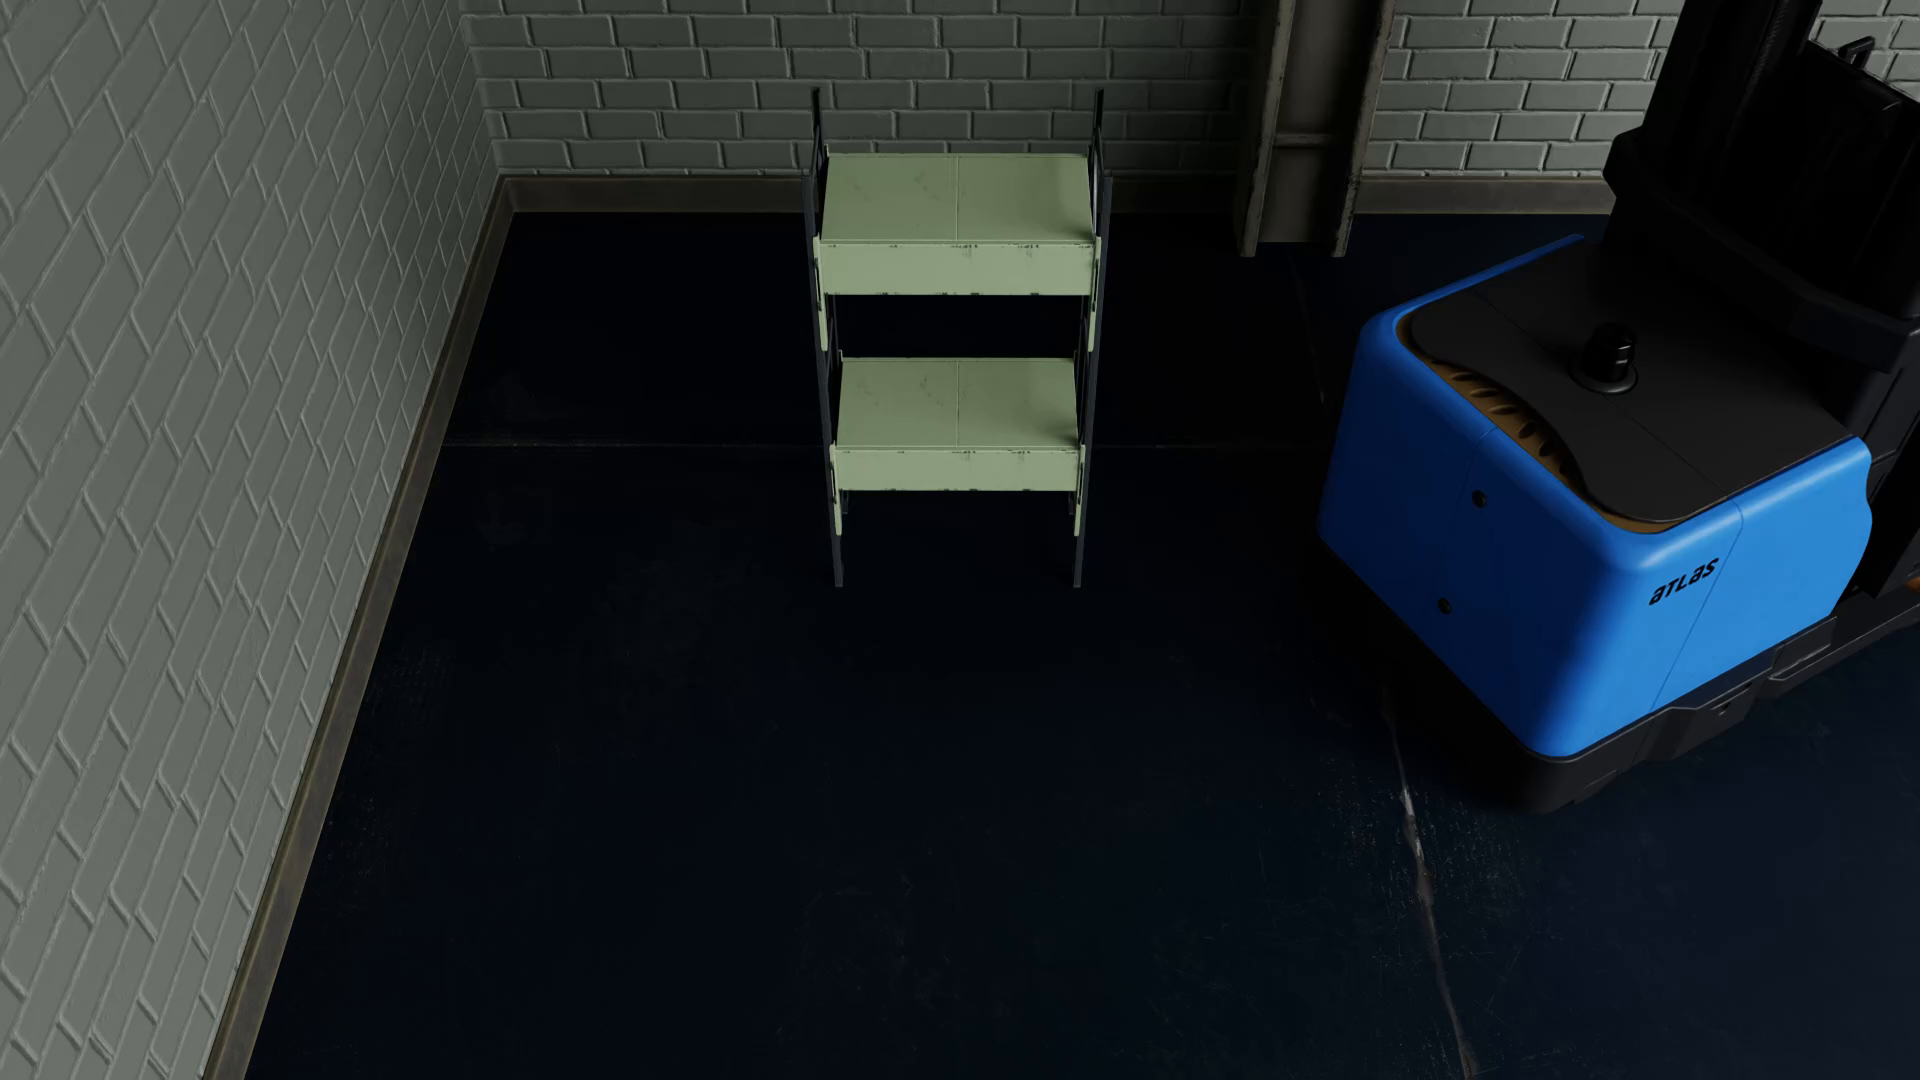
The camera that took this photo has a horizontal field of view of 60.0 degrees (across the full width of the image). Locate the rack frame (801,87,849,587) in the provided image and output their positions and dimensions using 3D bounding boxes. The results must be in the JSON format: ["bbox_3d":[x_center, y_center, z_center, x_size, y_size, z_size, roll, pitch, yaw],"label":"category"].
[{"bbox_3d":[-0.373,-0.512,4.702,0.023,1.500,0.400,0,47,0],"label":"rack frame"}]

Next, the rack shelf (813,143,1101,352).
[{"bbox_3d":[-0.007,-0.777,4.415,0.720,0.370,0.431,0,47,0],"label":"rack shelf"}]

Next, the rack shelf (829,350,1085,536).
[{"bbox_3d":[-0.007,-0.289,4.940,0.720,0.370,0.431,0,47,0],"label":"rack shelf"}]

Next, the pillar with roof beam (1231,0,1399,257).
[{"bbox_3d":[1.231,-1.091,0.117,0.400,9.000,9.100,0,47,0],"label":"pillar with roof beam"}]

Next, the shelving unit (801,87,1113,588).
[{"bbox_3d":[-0.007,-0.511,4.701,0.755,1.500,0.431,0,47,0],"label":"shelving unit"}]

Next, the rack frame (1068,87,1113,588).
[{"bbox_3d":[0.359,-0.510,4.700,0.023,1.500,0.400,0,47,0],"label":"rack frame"}]

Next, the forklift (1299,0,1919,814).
[{"bbox_3d":[2.561,-1.067,4.241,3.031,2.935,1.130,-23,51,-20],"label":"forklift"}]
